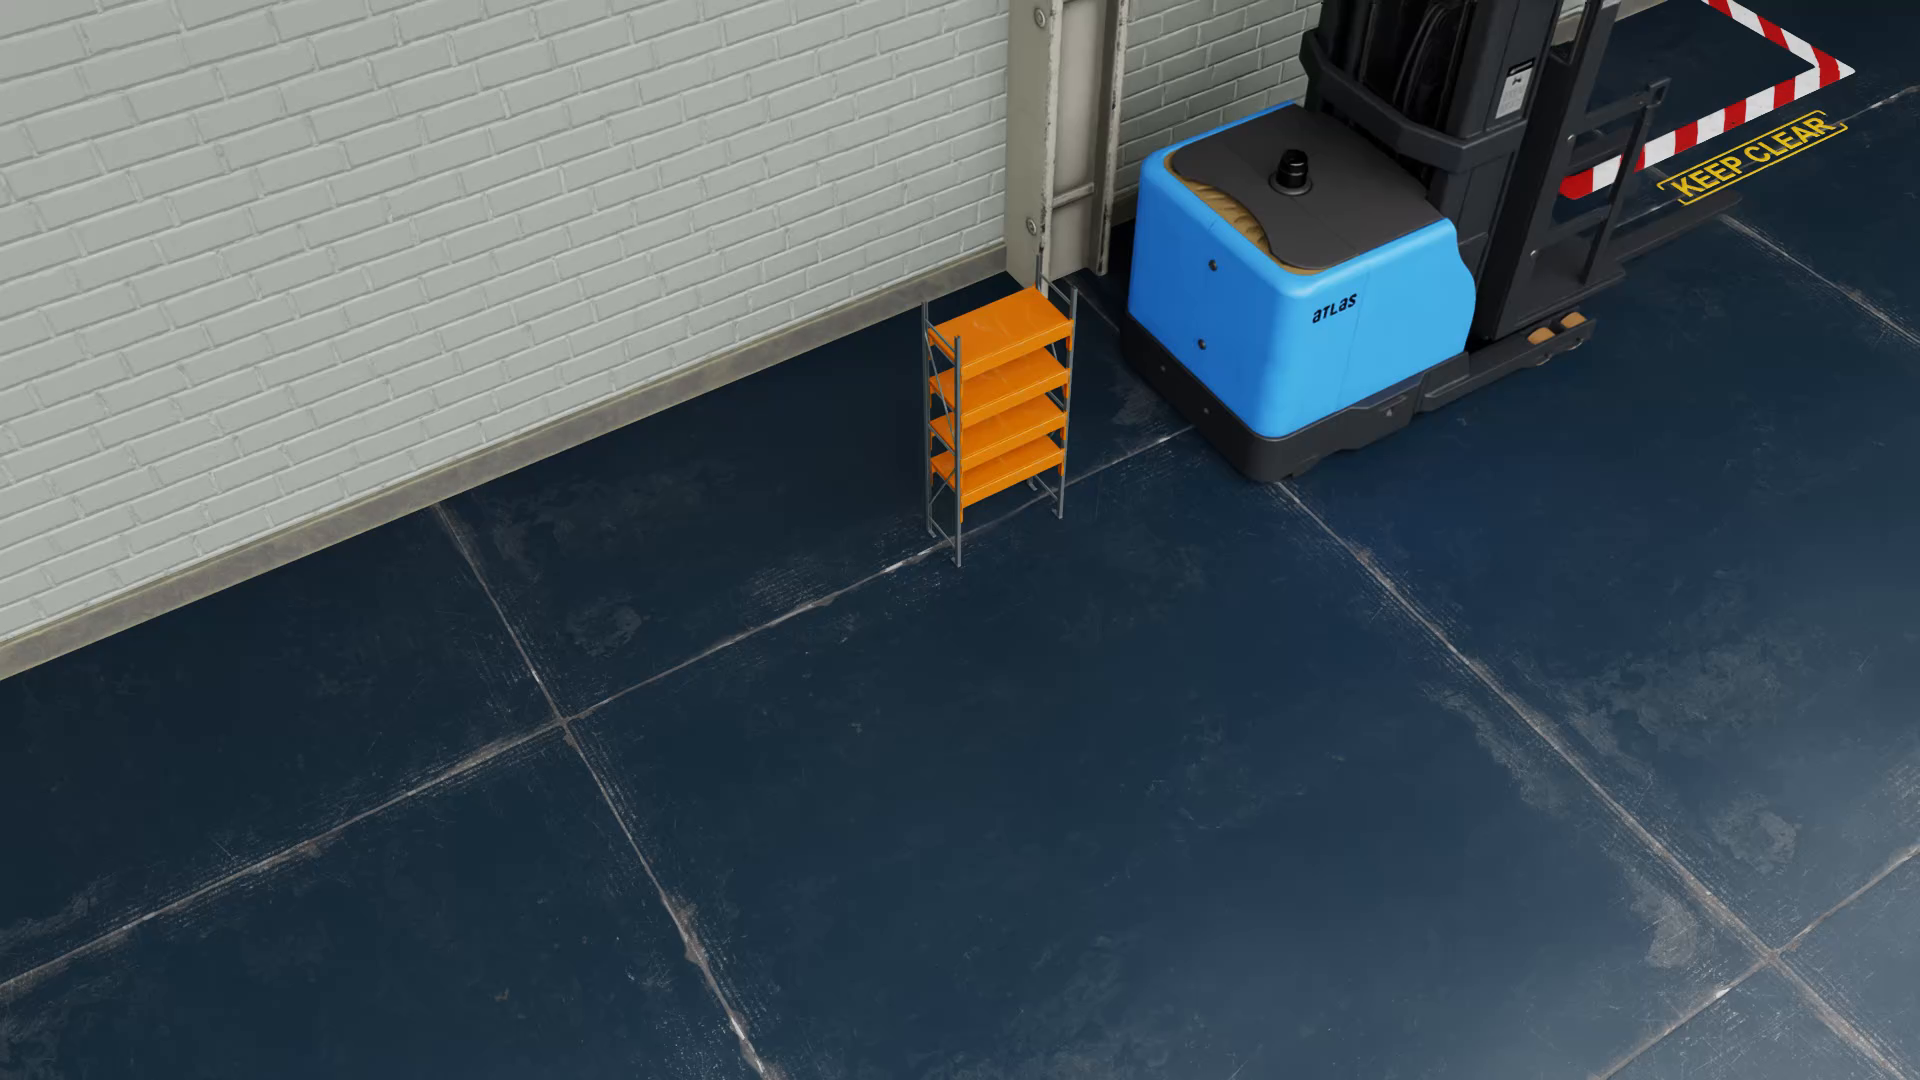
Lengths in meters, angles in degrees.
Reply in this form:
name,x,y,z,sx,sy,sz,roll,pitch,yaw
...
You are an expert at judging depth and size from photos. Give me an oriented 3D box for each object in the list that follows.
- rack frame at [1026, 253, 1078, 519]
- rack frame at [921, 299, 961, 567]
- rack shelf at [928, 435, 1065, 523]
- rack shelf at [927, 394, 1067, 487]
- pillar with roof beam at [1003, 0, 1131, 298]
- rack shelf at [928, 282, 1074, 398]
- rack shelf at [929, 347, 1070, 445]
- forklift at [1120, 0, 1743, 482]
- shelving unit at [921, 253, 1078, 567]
name,x,y,z,sx,sy,sz,roll,pitch,yaw
rack frame,0.346,-0.562,6.393,0.015,1.200,0.240,-25,53,-21
rack frame,-0.066,-0.368,6.219,0.015,1.200,0.240,-25,53,-21
rack shelf,0.140,-0.288,6.504,0.480,0.148,0.258,-25,53,-21
rack shelf,0.140,-0.420,6.356,0.480,0.148,0.258,-25,53,-21
pillar with roof beam,2.745,-1.549,2.049,0.400,9.000,9.100,-25,53,-21
rack shelf,0.140,-0.726,6.012,0.480,0.148,0.258,-25,53,-21
rack shelf,0.140,-0.569,6.189,0.480,0.148,0.258,-25,53,-21
forklift,2.230,-2.063,6.570,3.031,2.935,1.130,-25,53,-20
shelving unit,0.140,-0.465,6.306,0.503,1.200,0.258,-25,53,-21
